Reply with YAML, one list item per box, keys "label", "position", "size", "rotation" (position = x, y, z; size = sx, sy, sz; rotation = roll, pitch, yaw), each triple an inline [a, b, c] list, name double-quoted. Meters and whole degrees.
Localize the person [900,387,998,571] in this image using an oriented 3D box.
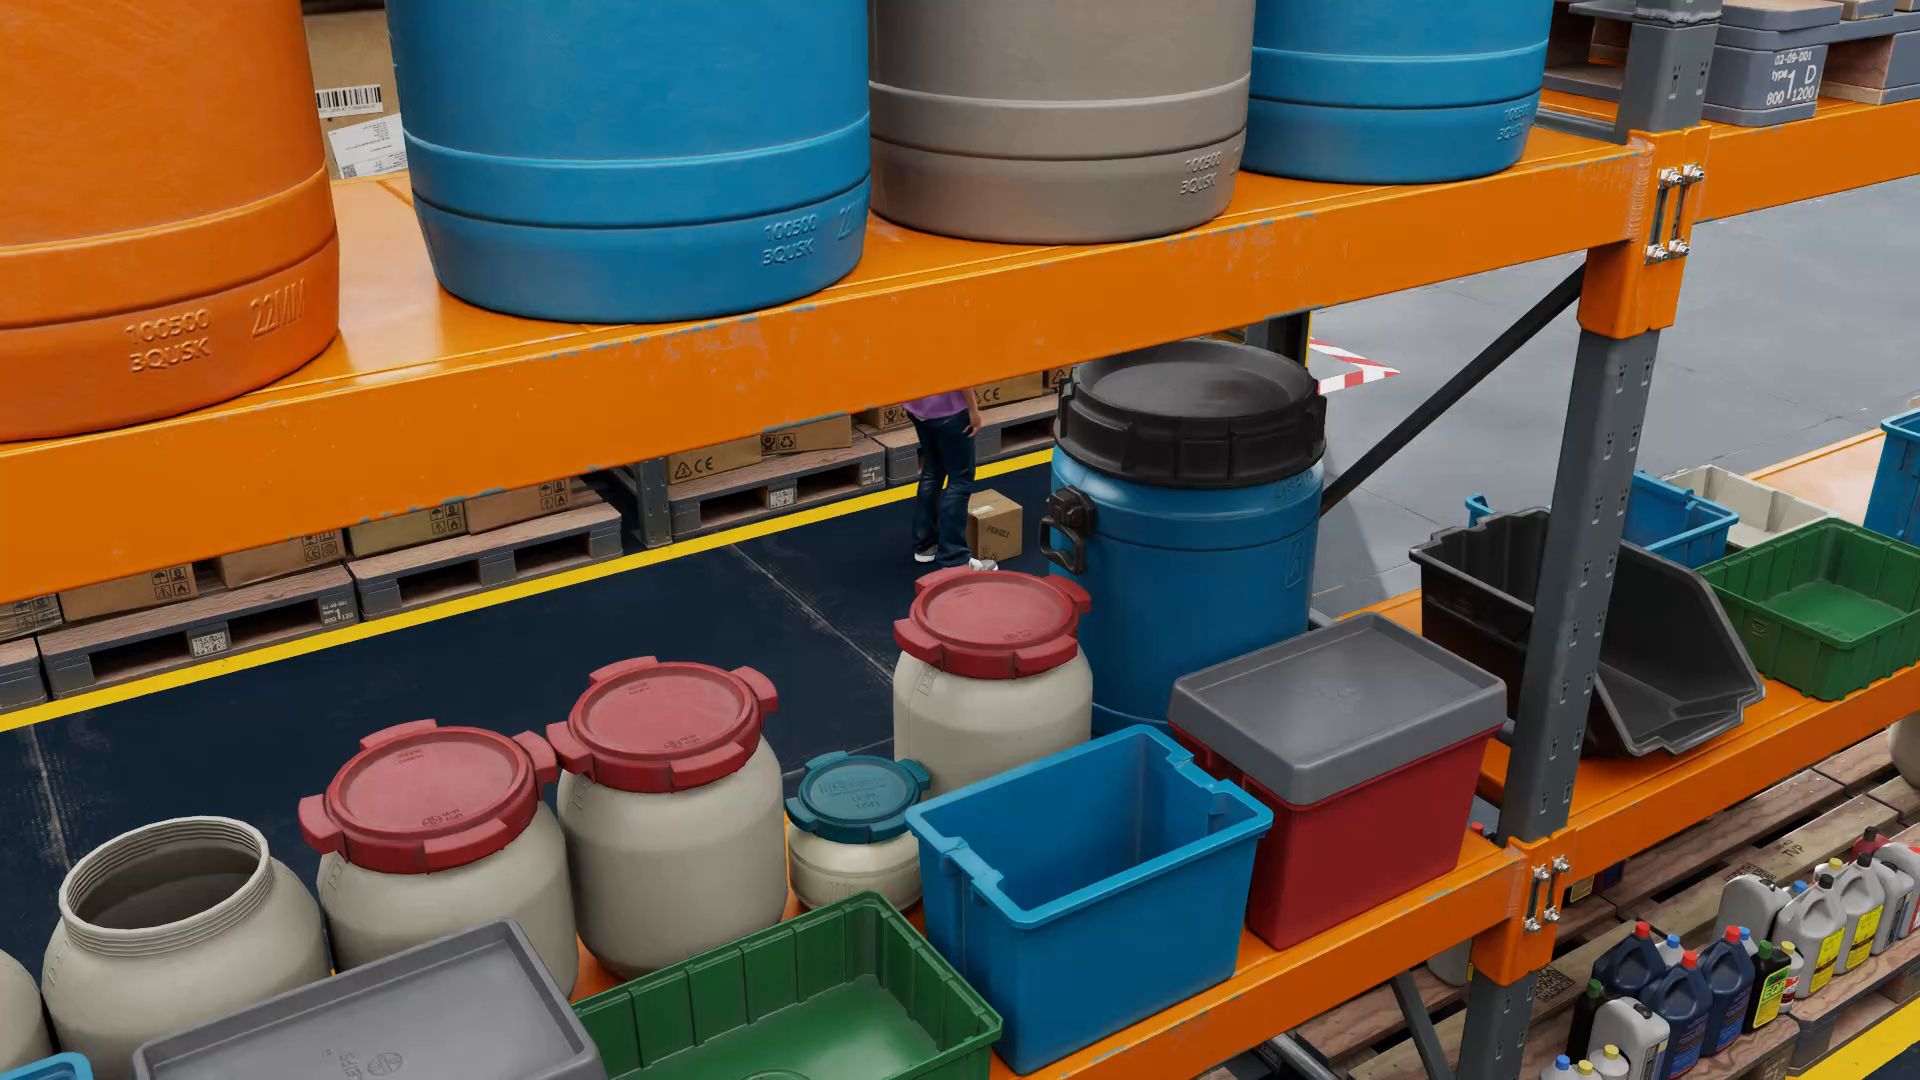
- label: "person"
  position: [-0.079, -0.605, 7.393]
  size: [0.346, 1.591, 0.480]
  rotation: [-17, 31, -32]
